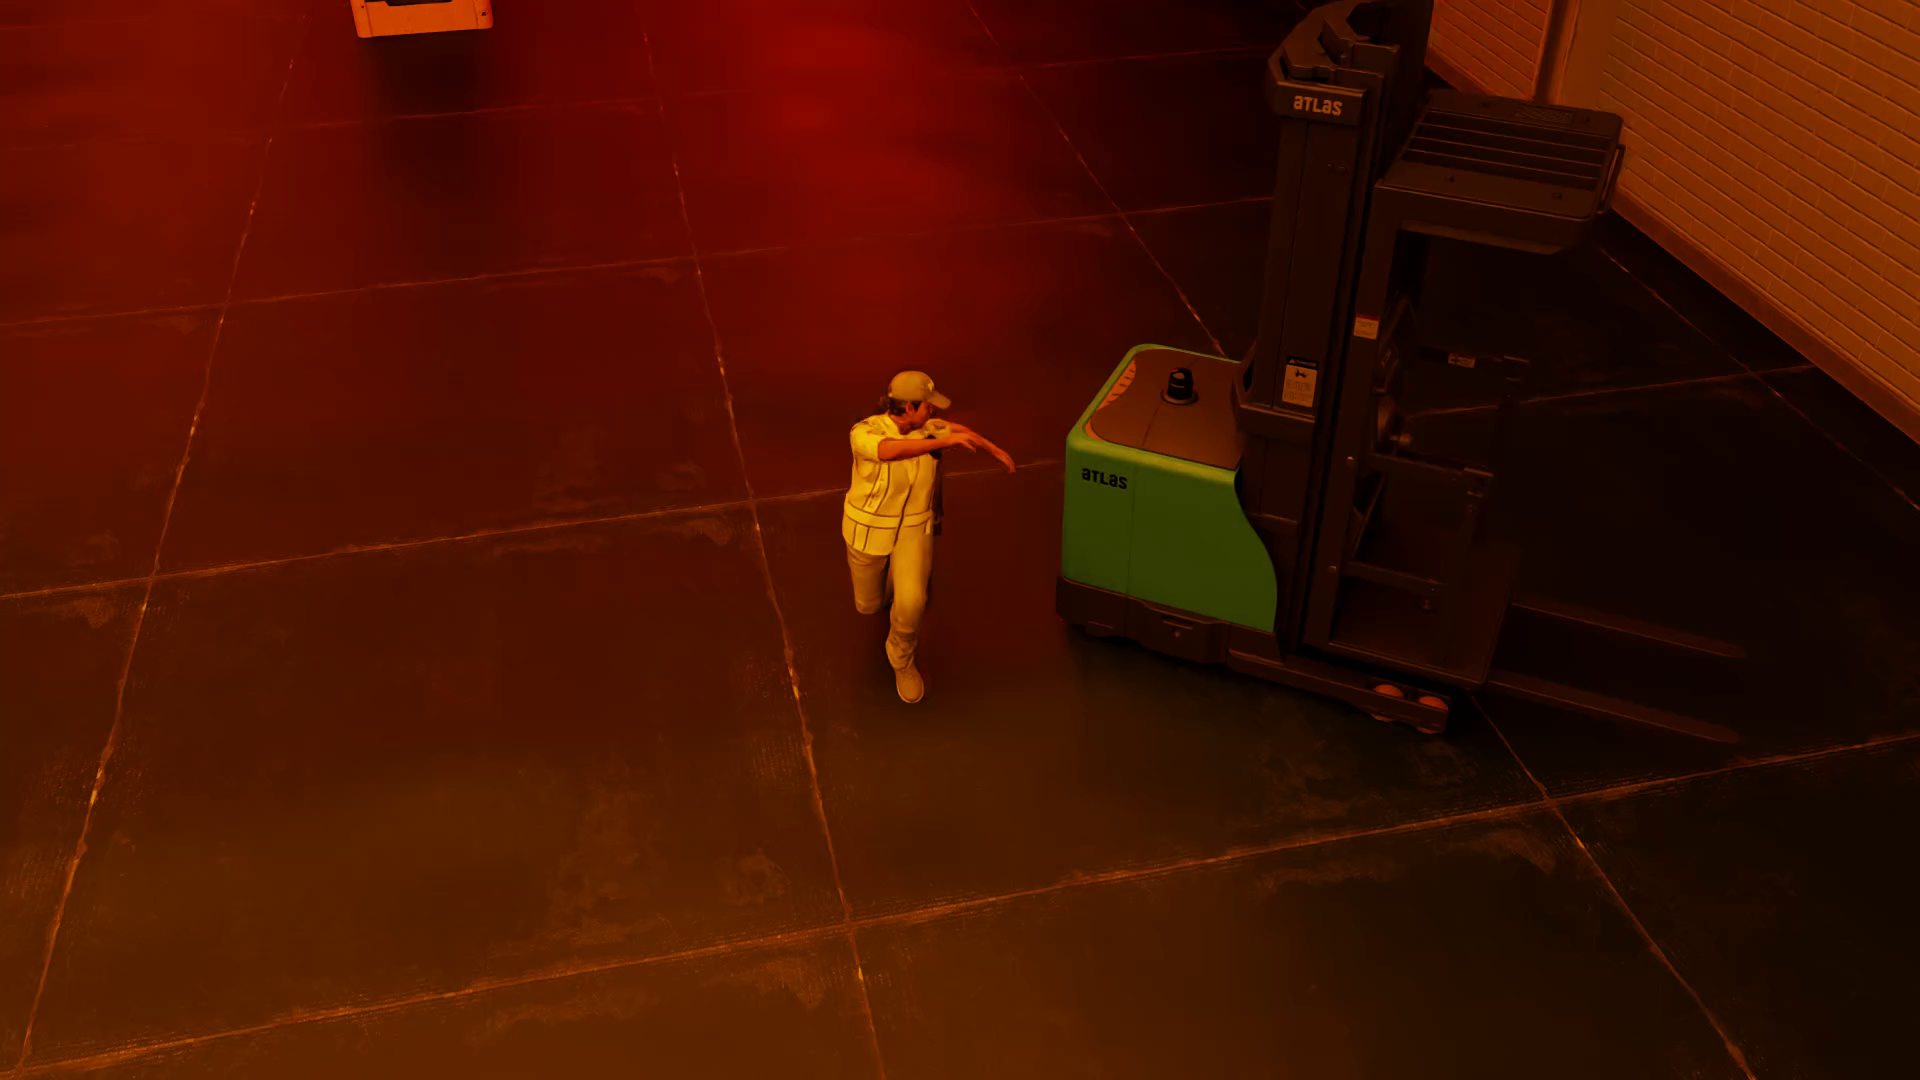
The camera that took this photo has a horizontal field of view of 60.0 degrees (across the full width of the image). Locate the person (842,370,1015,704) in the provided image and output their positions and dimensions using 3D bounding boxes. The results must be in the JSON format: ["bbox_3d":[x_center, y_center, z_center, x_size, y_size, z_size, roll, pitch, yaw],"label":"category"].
[{"bbox_3d":[-0.109,-0.101,7.532,0.852,1.387,0.950,-5,36,-7],"label":"person"}]

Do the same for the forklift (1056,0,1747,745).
[{"bbox_3d":[2.022,-0.687,7.005,3.031,2.935,1.130,14,38,19],"label":"forklift"}]
